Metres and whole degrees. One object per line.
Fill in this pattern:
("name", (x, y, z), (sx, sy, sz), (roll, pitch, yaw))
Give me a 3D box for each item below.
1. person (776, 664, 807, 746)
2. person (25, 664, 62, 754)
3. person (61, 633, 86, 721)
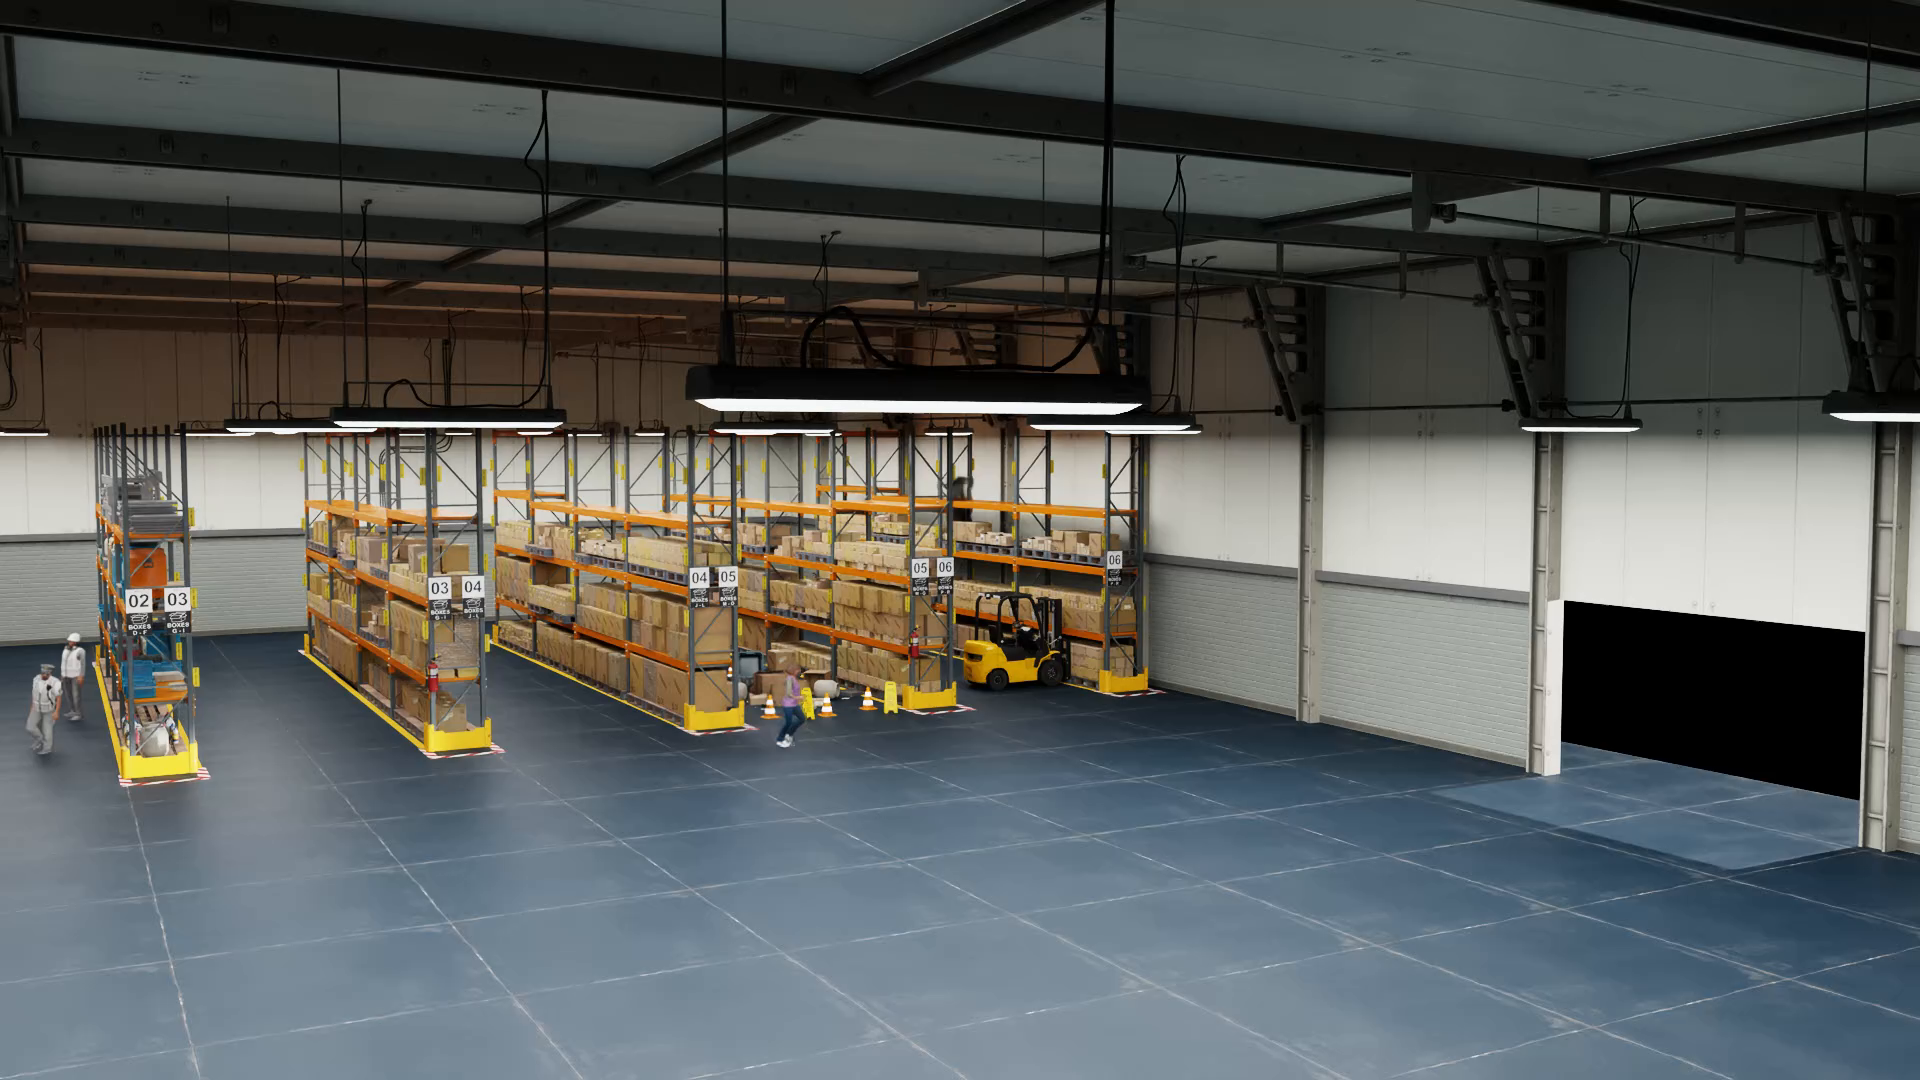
("person", (-3.138, 3.062, 30.811), (0.609, 1.562, 0.533), (1, 4, 16))
("person", (-16.587, 3.060, 30.150), (0.681, 1.677, 0.637), (0, 3, -7))
("person", (-18.121, 2.784, 33.974), (0.611, 1.777, 0.486), (1, 4, 14))
